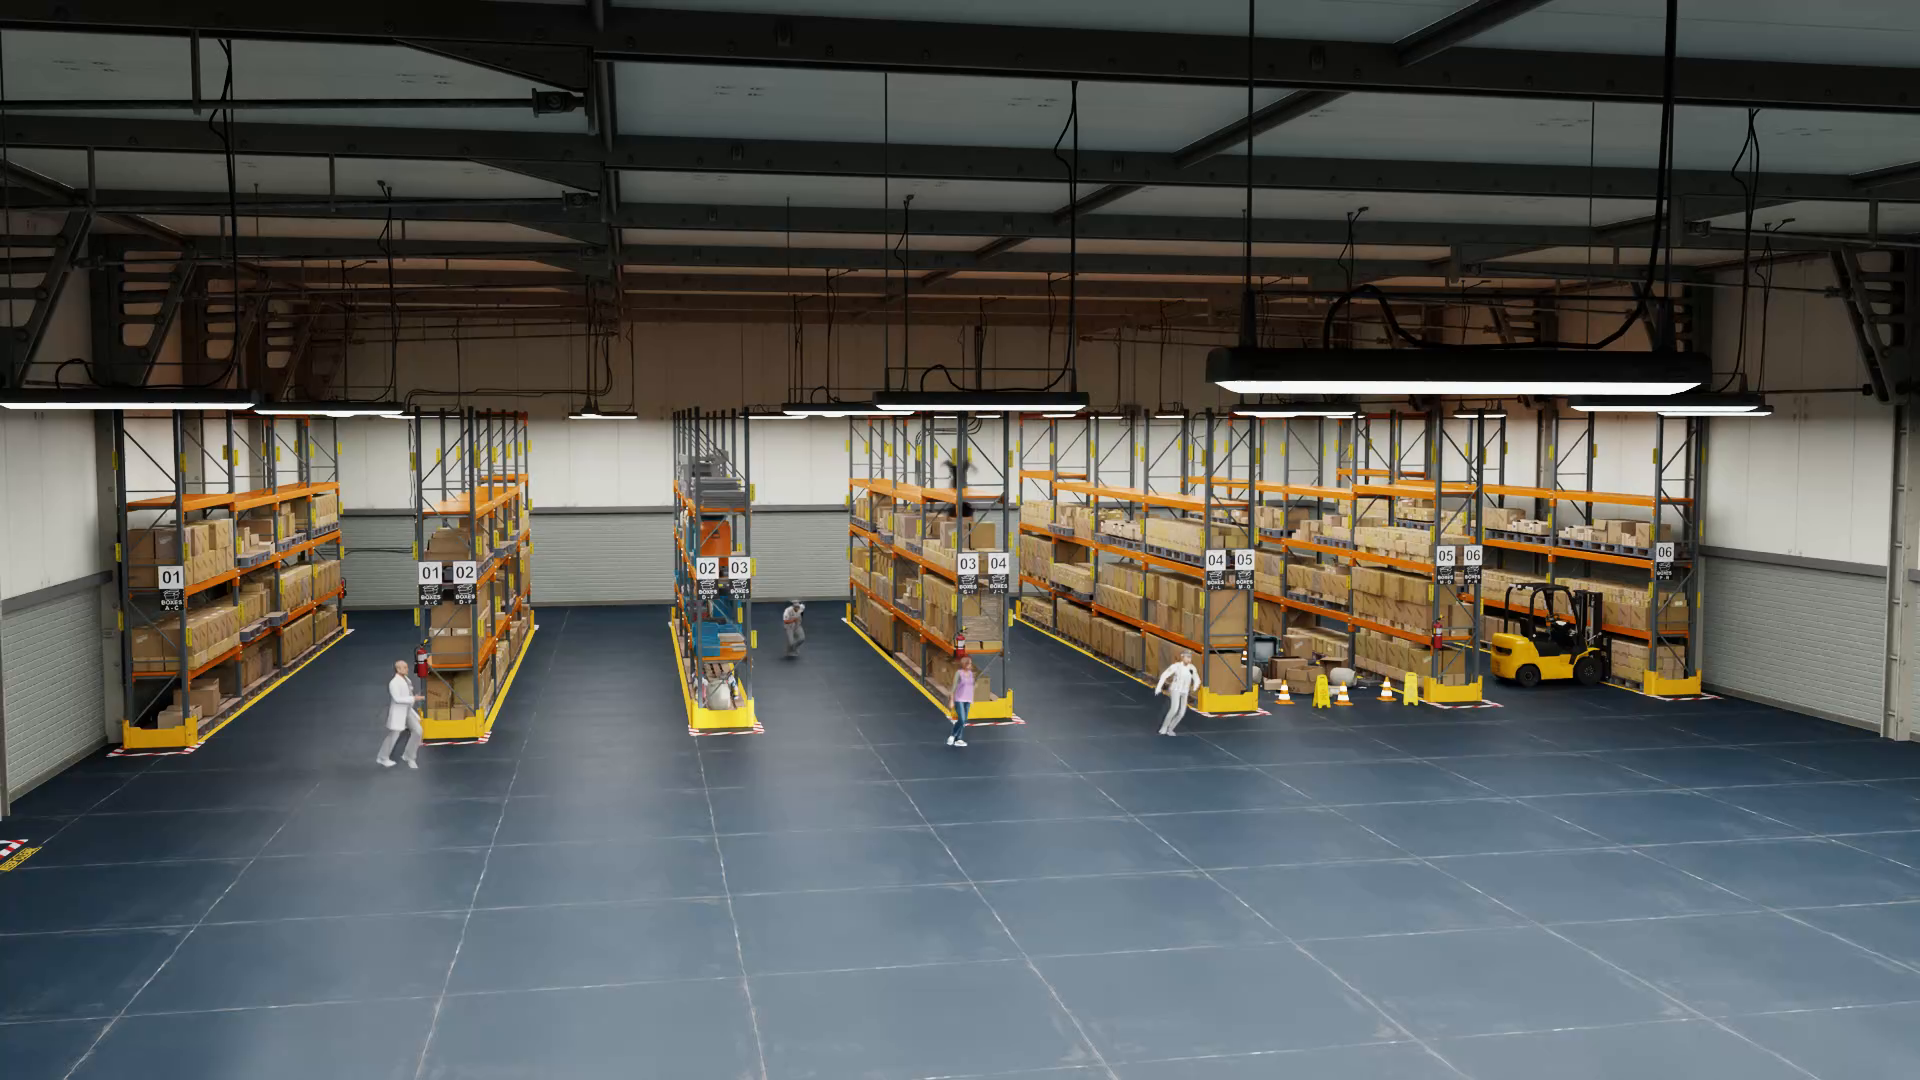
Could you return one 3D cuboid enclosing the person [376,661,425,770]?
[{"bbox_3d":[-9.194,2.897,27.350,0.911,1.837,0.653,1,4,15],"label":"person"}]

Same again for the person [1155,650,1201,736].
[{"bbox_3d":[4.027,2.799,30.295,0.787,1.612,0.581,-2,4,-22],"label":"person"}]

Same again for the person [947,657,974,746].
[{"bbox_3d":[0.022,2.840,29.185,0.497,1.584,0.407,-4,6,-43],"label":"person"}]

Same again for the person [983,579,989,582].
[{"bbox_3d":[0.642,1.459,48.626,0.614,1.661,0.883,2,5,27],"label":"person"}]

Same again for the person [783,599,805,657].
[{"bbox_3d":[-4.007,2.136,40.196,0.679,1.470,1.020,-2,5,-29],"label":"person"}]
